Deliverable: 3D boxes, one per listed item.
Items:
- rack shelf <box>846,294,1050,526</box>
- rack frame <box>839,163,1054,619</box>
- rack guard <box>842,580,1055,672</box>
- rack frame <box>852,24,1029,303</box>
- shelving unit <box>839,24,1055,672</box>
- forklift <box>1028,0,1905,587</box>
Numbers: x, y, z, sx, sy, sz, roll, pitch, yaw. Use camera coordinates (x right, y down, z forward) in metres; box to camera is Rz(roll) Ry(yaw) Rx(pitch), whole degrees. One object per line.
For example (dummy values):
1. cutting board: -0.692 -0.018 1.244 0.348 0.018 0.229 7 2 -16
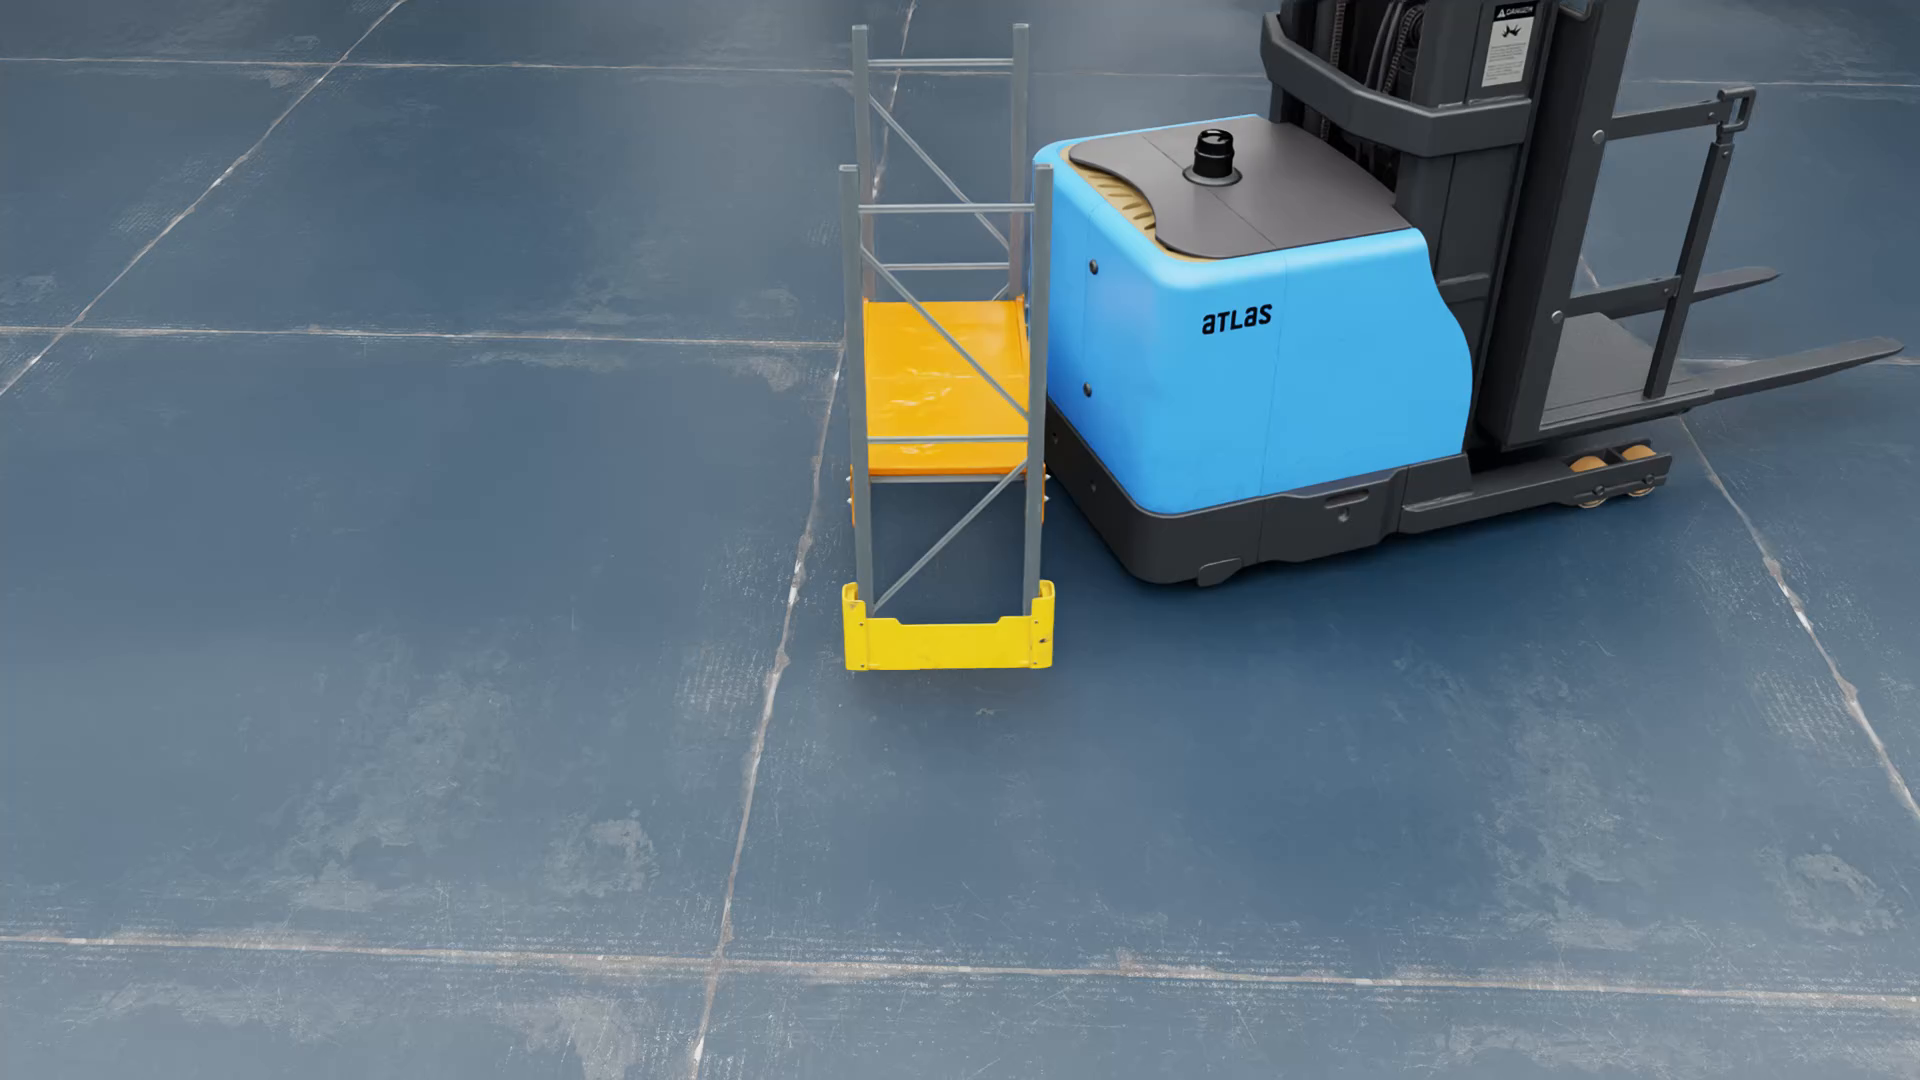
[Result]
1. rack shelf: -0.044 -0.402 4.831 0.538 0.185 1.000 -1 35 -1
2. rack frame: -0.032 -0.257 4.312 0.500 1.500 0.032 -1 35 -1
3. rack guard: -0.032 0.243 4.687 0.587 0.250 0.087 -1 35 -1
4. rack frame: -0.056 -0.842 5.143 0.500 1.500 0.032 -1 35 -1
5. shelving unit: -0.044 -0.555 4.735 0.587 1.500 1.083 -1 35 -1
6. forklift: 1.781 -1.575 4.943 3.031 2.935 1.130 -12 37 -16
